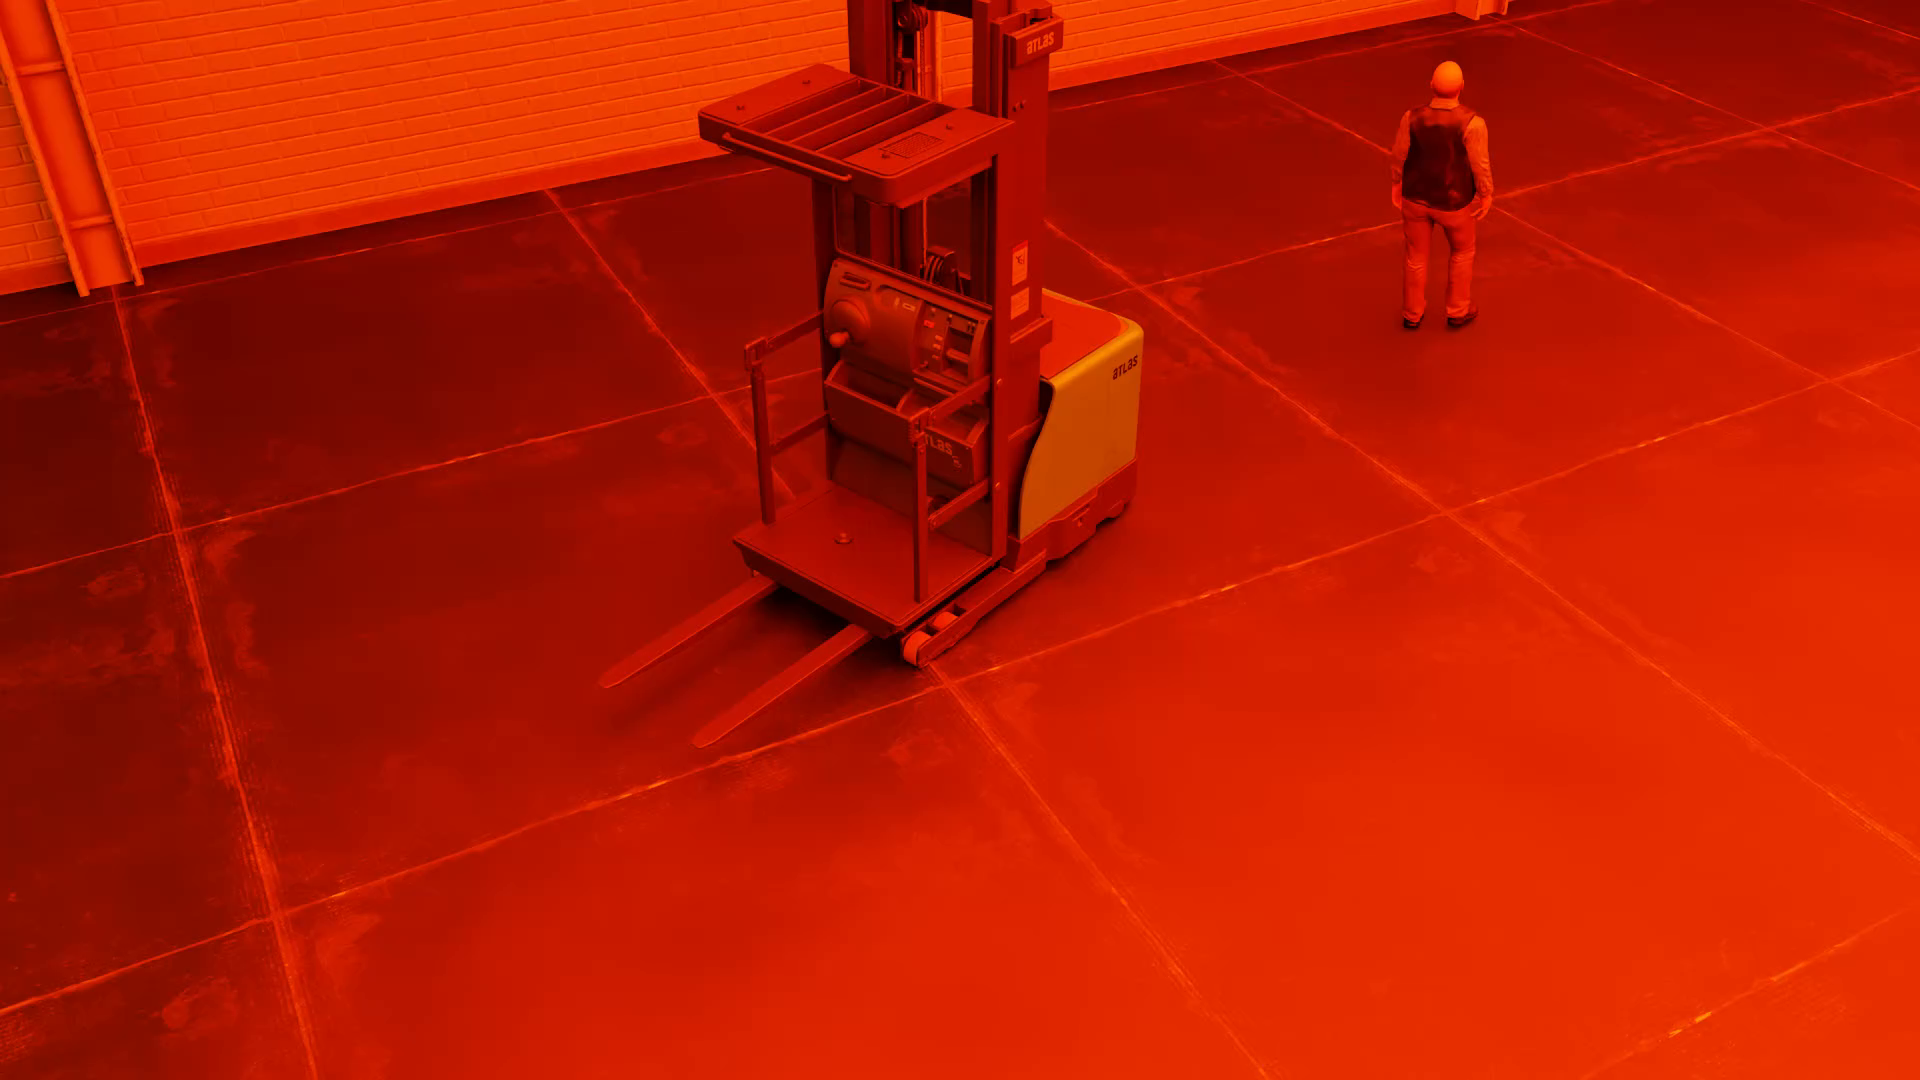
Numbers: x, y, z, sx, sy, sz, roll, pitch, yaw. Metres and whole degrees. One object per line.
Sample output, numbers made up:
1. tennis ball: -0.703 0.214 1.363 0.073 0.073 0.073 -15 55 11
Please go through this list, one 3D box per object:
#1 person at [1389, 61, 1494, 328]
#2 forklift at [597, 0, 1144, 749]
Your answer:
1. person: 2.929 -2.096 10.125 0.633 1.717 0.578 19 39 25
2. forklift: -0.390 -0.927 7.434 1.130 2.935 3.031 26 43 31
